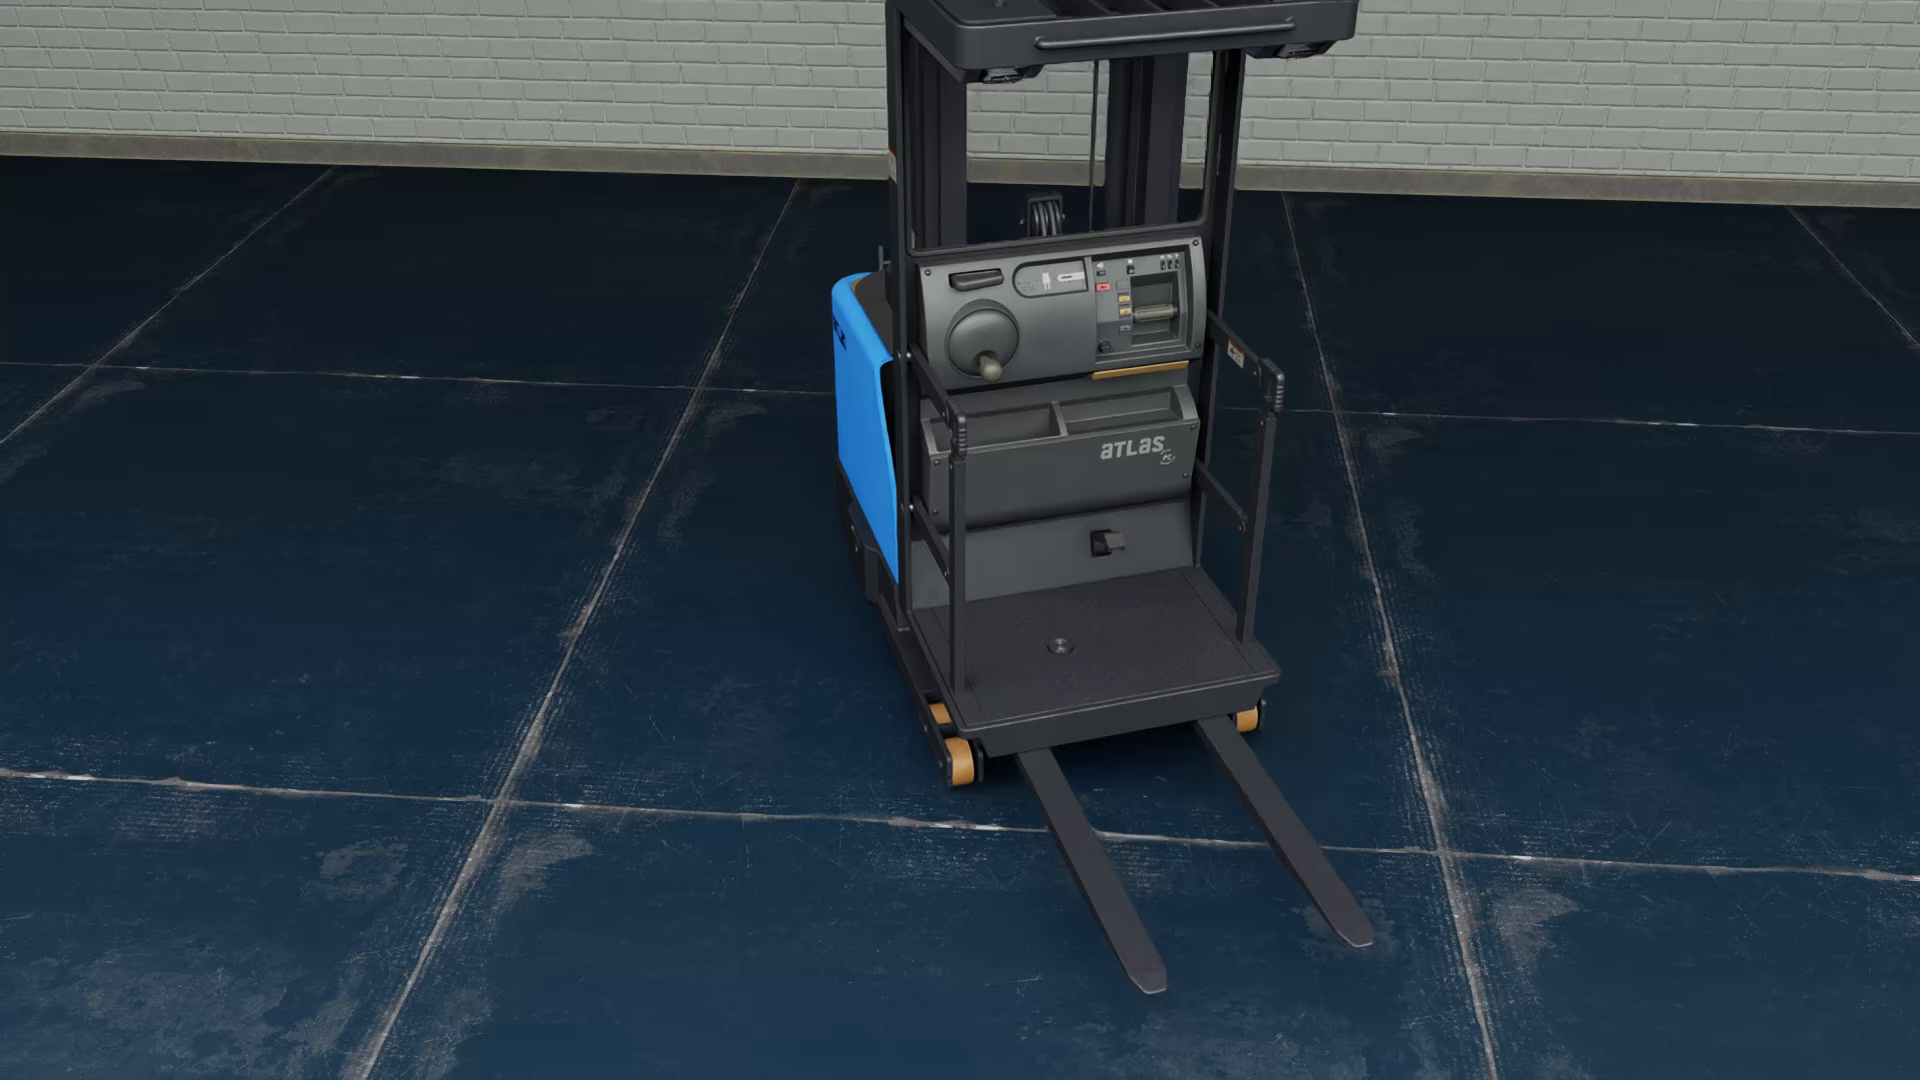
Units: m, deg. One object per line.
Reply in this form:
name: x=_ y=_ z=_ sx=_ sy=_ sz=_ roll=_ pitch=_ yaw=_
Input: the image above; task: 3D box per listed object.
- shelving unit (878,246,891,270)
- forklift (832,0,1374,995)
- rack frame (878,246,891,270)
shelving unit: x=-0.196 y=-0.682 z=6.856 sx=0.215 sy=1.050 sz=0.252 roll=-9 pitch=33 yaw=-14
forklift: x=0.393 y=-0.672 z=5.047 sx=1.130 sy=2.935 sz=3.031 roll=-9 pitch=33 yaw=-14
rack frame: x=-0.230 y=-0.744 z=6.956 sx=0.200 sy=1.050 sz=0.008 roll=-9 pitch=33 yaw=-14
